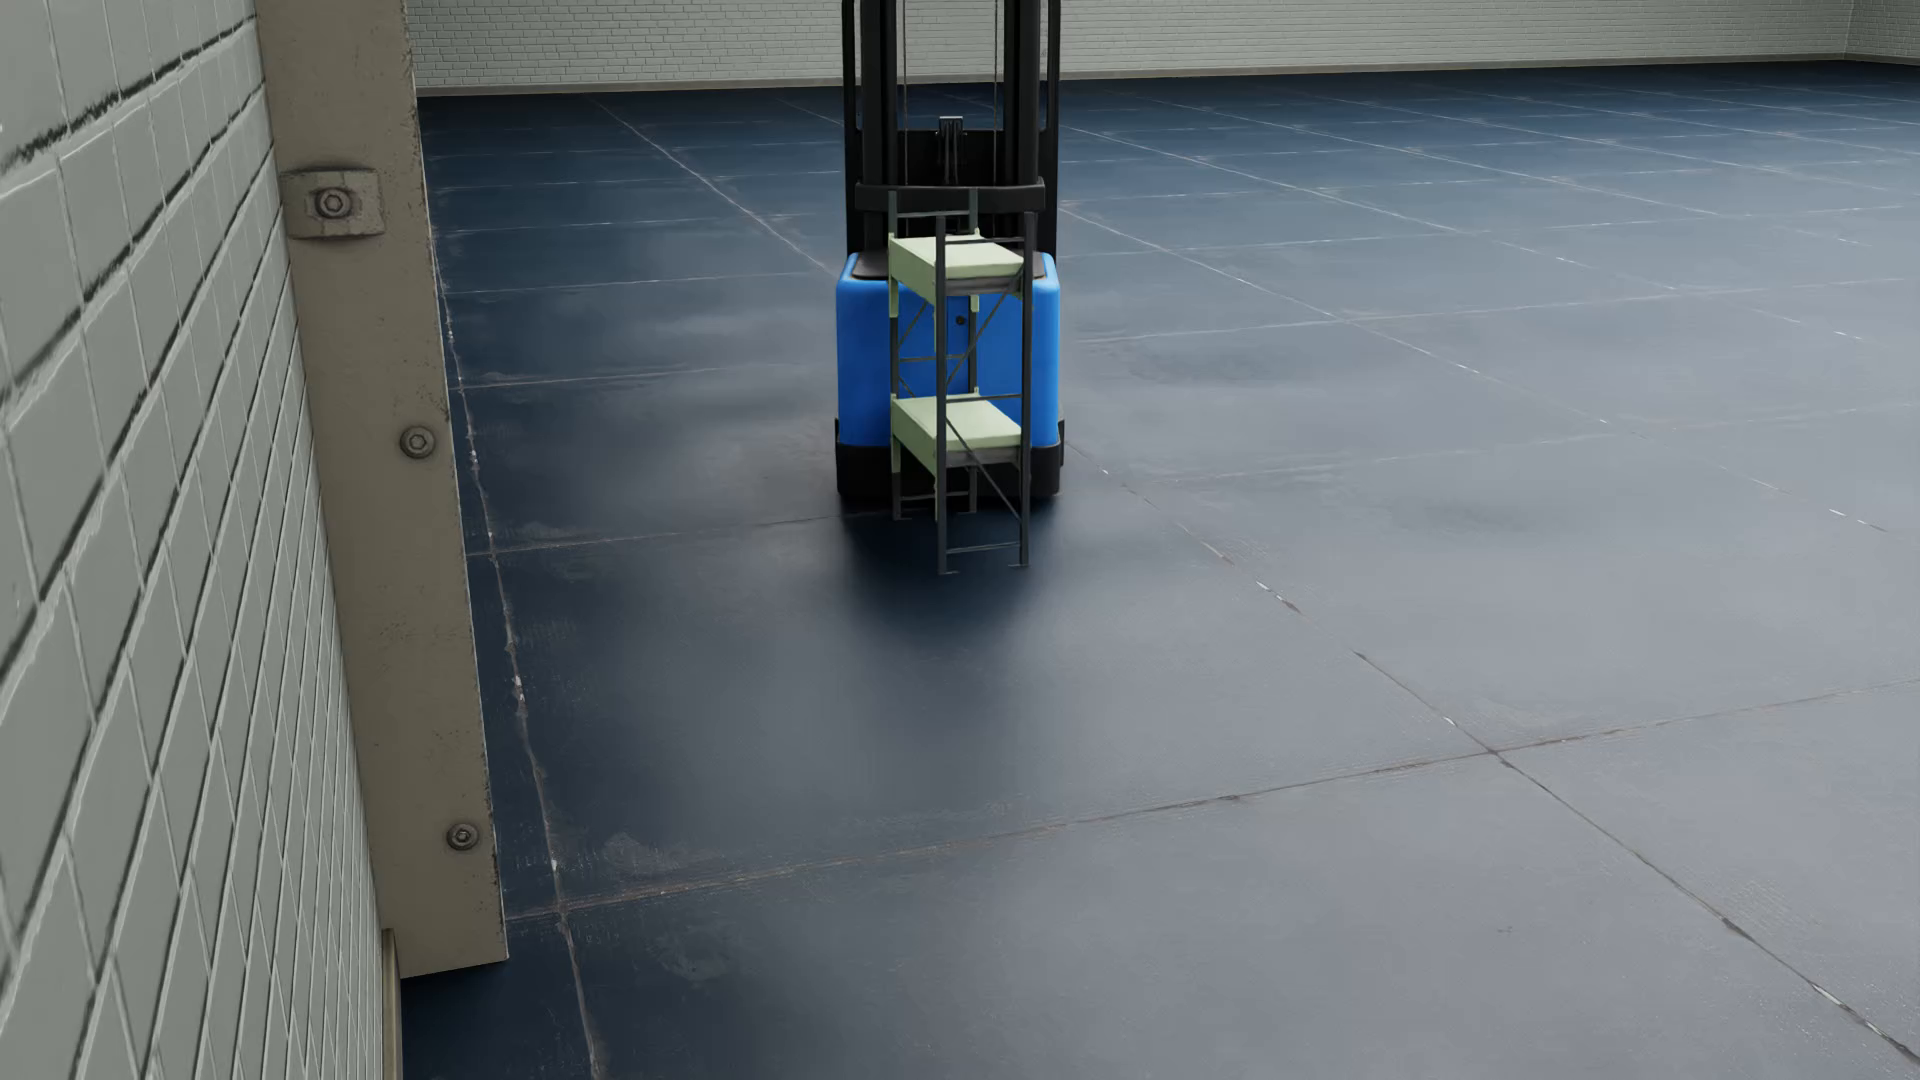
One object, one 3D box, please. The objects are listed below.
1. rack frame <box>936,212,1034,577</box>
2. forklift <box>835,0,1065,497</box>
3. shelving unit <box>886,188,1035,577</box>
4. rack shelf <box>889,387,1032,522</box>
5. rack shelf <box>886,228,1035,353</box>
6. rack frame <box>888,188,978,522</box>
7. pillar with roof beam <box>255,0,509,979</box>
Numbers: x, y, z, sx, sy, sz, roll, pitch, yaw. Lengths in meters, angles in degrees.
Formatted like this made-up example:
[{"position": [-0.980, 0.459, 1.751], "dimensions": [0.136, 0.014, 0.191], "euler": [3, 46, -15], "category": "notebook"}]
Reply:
[{"position": [0.099, -0.575, 6.799], "dimensions": [0.400, 1.500, 0.023], "euler": [-6, 21, -16], "category": "rack frame"}, {"position": [-0.041, -2.026, 8.722], "dimensions": [1.130, 2.935, 3.031], "euler": [0, 20, 1], "category": "forklift"}, {"position": [-0.009, -0.693, 7.128], "dimensions": [0.431, 1.500, 0.755], "euler": [-6, 21, -16], "category": "shelving unit"}, {"position": [-0.009, -0.387, 7.239], "dimensions": [0.431, 0.370, 0.720], "euler": [-6, 21, -16], "category": "rack shelf"}, {"position": [-0.009, -1.061, 6.996], "dimensions": [0.431, 0.370, 0.720], "euler": [-6, 21, -16], "category": "rack shelf"}, {"position": [-0.117, -0.812, 7.457], "dimensions": [0.400, 1.500, 0.023], "euler": [-6, 21, -16], "category": "rack frame"}, {"position": [2.695, -3.641, 4.241], "dimensions": [9.100, 9.000, 0.400], "euler": [-6, 21, -17], "category": "pillar with roof beam"}]
